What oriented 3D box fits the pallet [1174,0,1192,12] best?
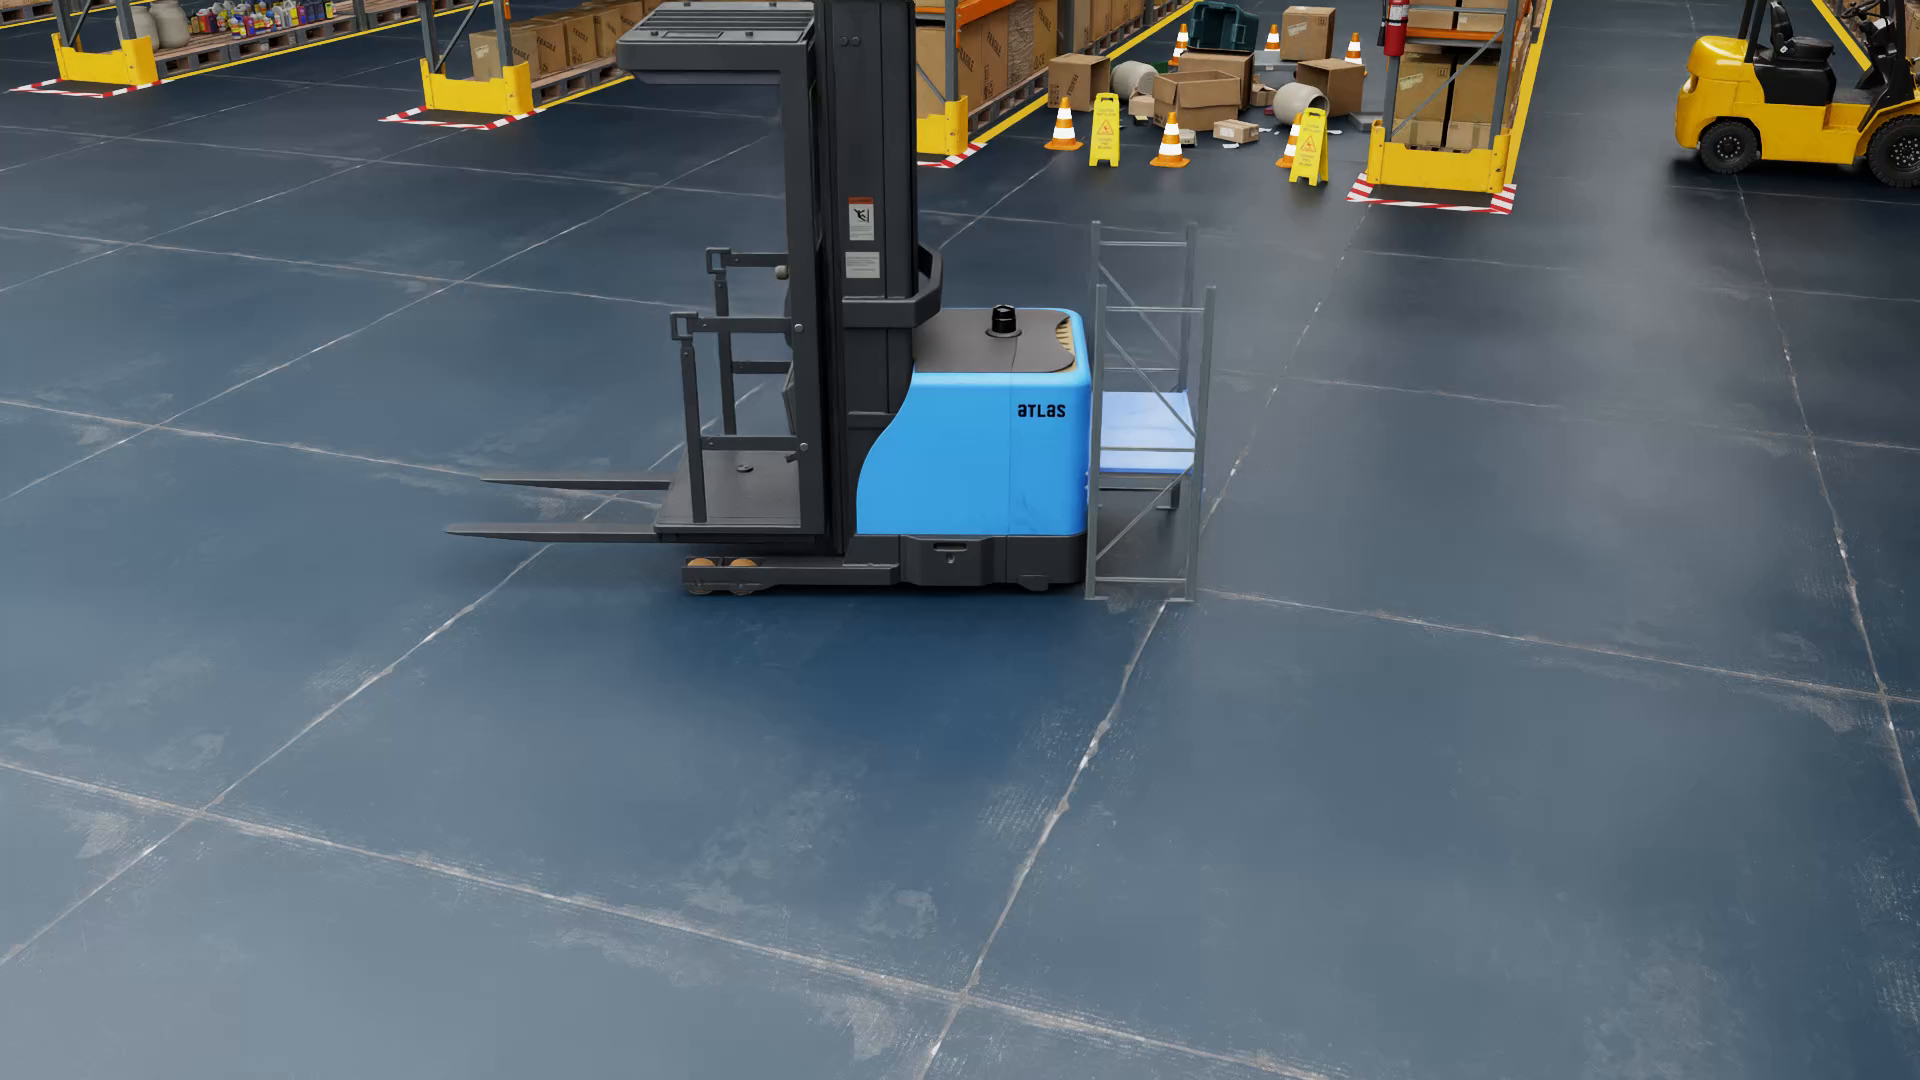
[{"bbox_3d":[2.823,-8.014,24.560,1.003,0.211,1.213,9,27,17],"label":"pallet"}]

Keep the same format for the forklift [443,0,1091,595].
[{"bbox_3d":[-0.914,-1.293,7.557,3.031,2.935,1.130,0,26,1],"label":"forklift"}]

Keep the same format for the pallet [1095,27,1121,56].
[{"bbox_3d":[1.413,-6.381,21.187,1.003,0.211,1.213,9,27,17],"label":"pallet"}]

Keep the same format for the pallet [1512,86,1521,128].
[{"bbox_3d":[5.335,-4.592,17.493,1.003,0.211,1.213,9,27,17],"label":"pallet"}]

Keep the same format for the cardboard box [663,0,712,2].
[{"bbox_3d":[-3.596,-6.888,21.397,0.700,0.500,0.500,7,27,13],"label":"cardboard box"}]

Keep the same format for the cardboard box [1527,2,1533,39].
[{"bbox_3d":[6.658,-6.548,20.865,0.950,0.372,0.625,7,27,14],"label":"cardboard box"}]

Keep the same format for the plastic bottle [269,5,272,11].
[{"bbox_3d":[-8.763,-6.690,21.238,0.061,0.283,0.133,9,27,17],"label":"plastic bottle"}]

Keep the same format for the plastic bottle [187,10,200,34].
[{"bbox_3d":[-9.603,-6.485,20.813,0.061,0.283,0.133,9,27,19],"label":"plastic bottle"}]

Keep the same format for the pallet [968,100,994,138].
[{"bbox_3d":[-0.315,-4.246,16.777,1.003,0.211,1.213,9,27,17],"label":"pallet"}]

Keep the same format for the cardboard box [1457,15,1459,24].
[{"bbox_3d":[4.572,-4.587,14.570,0.380,0.149,0.250,9,27,18],"label":"cardboard box"}]

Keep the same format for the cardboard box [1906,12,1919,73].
[{"bbox_3d":[10.884,-5.374,18.149,0.875,0.625,0.625,8,27,15],"label":"cardboard box"}]

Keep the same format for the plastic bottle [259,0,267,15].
[{"bbox_3d":[-9.085,-6.905,21.696,0.097,0.271,0.097,0,26,0],"label":"plastic bottle"}]

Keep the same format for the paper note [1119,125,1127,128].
[{"bbox_3d":[1.601,-4.205,16.902,0.144,0.017,0.142,20,32,35],"label":"paper note"}]

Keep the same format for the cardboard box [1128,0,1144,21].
[{"bbox_3d":[1.867,-7.388,22.166,1.050,0.750,0.750,8,27,17],"label":"cardboard box"}]

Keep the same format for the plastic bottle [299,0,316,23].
[{"bbox_3d":[-8.497,-6.904,21.603,0.144,0.351,0.185,7,27,15],"label":"plastic bottle"}]

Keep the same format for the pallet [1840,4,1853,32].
[{"bbox_3d":[12.634,-7.103,22.678,1.003,0.211,1.213,9,27,17],"label":"pallet"}]

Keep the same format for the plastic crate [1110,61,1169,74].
[{"bbox_3d":[2.001,-5.304,18.923,0.662,0.188,0.450,-20,23,-36],"label":"plastic crate"}]

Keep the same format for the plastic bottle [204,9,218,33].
[{"bbox_3d":[-9.414,-6.518,20.883,0.061,0.283,0.133,9,27,17],"label":"plastic bottle"}]

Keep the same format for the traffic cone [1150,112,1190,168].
[{"bbox_3d":[1.960,-3.728,15.419,0.336,0.463,0.334,9,27,17],"label":"traffic cone"}]

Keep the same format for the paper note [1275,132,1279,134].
[{"bbox_3d":[3.175,-4.081,16.668,0.032,0.001,0.123,9,27,17],"label":"paper note"}]

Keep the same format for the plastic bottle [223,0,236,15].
[{"bbox_3d":[-9.355,-6.766,21.317,0.144,0.351,0.185,9,27,17],"label":"plastic bottle"}]

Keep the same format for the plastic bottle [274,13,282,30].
[{"bbox_3d":[-8.676,-6.586,21.116,0.097,0.201,0.097,0,26,0],"label":"plastic bottle"}]

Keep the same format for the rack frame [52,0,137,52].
[{"bbox_3d":[-9.822,-6.640,18.522,1.000,3.000,0.127,9,27,17],"label":"rack frame"}]

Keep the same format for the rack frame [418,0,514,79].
[{"bbox_3d":[-5.151,-5.922,17.039,1.000,3.000,0.127,9,27,17],"label":"rack frame"}]

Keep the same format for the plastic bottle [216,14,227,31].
[{"bbox_3d":[-9.345,-6.543,21.028,0.097,0.201,0.097,0,26,0],"label":"plastic bottle"}]

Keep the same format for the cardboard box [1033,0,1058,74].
[{"bbox_3d":[0.548,-5.789,18.721,0.875,0.875,0.875,9,27,18],"label":"cardboard box"}]

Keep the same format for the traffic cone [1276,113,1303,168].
[{"bbox_3d":[3.120,-3.707,15.375,0.336,0.463,0.334,9,27,17],"label":"traffic cone"}]

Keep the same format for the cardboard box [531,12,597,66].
[{"bbox_3d":[-4.535,-5.745,19.060,0.500,0.500,0.500,11,28,22],"label":"cardboard box"}]

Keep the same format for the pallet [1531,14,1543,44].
[{"bbox_3d":[7.189,-6.830,22.115,1.003,0.211,1.213,9,27,17],"label":"pallet"}]

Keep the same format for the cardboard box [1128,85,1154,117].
[{"bbox_3d":[1.988,-4.601,17.448,0.396,0.266,0.258,14,29,26],"label":"cardboard box"}]

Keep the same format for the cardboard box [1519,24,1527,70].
[{"bbox_3d":[5.413,-4.926,16.795,0.500,0.500,0.500,9,27,18],"label":"cardboard box"}]

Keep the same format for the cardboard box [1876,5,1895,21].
[{"bbox_3d":[11.476,-6.323,20.254,0.500,0.500,0.500,10,27,19],"label":"cardboard box"}]

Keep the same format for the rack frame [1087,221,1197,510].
[{"bbox_3d":[0.878,-0.840,8.264,0.500,1.500,0.032,1,26,3],"label":"rack frame"}]

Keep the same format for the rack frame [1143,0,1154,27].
[{"bbox_3d":[2.154,-8.449,22.257,1.000,3.000,0.127,9,27,17],"label":"rack frame"}]

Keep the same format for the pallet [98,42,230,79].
[{"bbox_3d":[-9.566,-5.756,19.896,1.003,0.211,1.213,9,27,17],"label":"pallet"}]

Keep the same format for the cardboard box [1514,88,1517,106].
[{"bbox_3d":[5.240,-4.369,16.506,0.500,0.250,0.500,9,27,18],"label":"cardboard box"}]

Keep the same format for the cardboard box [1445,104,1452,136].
[{"bbox_3d":[4.389,-4.019,15.782,0.500,0.250,0.500,9,27,18],"label":"cardboard box"}]

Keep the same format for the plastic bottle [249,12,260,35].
[{"bbox_3d":[-8.811,-6.451,20.757,0.097,0.271,0.097,0,26,0],"label":"plastic bottle"}]

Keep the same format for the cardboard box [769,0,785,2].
[{"bbox_3d":[-2.866,-7.774,23.228,0.700,0.500,0.500,6,27,13],"label":"cardboard box"}]

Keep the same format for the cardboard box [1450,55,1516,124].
[{"bbox_3d":[4.730,-4.075,15.037,0.500,0.500,0.500,8,27,16],"label":"cardboard box"}]

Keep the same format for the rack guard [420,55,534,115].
[{"bbox_3d":[-5.126,-4.828,17.648,1.175,0.500,0.348,9,27,17],"label":"rack guard"}]

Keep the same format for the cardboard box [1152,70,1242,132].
[{"bbox_3d":[2.391,-4.450,16.864,0.797,0.503,0.637,-9,27,-18],"label":"cardboard box"}]

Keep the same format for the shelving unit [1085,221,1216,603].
[{"bbox_3d":[0.853,-0.619,7.807,0.538,1.500,1.048,1,26,3],"label":"shelving unit"}]

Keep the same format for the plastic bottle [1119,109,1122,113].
[{"bbox_3d":[1.566,-4.536,17.548,0.283,0.061,0.133,0,26,-1],"label":"plastic bottle"}]

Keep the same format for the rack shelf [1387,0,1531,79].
[{"bbox_3d":[4.859,-4.983,15.925,1.077,0.370,4.000,9,27,17],"label":"rack shelf"}]

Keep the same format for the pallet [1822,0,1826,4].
[{"bbox_3d":[13.503,-8.228,25.001,1.003,0.211,1.213,9,27,17],"label":"pallet"}]

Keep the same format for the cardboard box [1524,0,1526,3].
[{"bbox_3d":[4.782,-5.031,14.744,0.500,0.500,0.500,10,27,19],"label":"cardboard box"}]

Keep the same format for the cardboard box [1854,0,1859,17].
[{"bbox_3d":[12.158,-7.171,22.005,0.500,0.500,0.500,8,27,16],"label":"cardboard box"}]

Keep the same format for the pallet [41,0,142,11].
[{"bbox_3d":[-12.952,-8.057,24.649,1.003,0.211,1.213,9,27,17],"label":"pallet"}]

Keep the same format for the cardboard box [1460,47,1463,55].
[{"bbox_3d":[4.559,-4.562,16.043,0.500,0.500,0.500,8,27,16],"label":"cardboard box"}]
